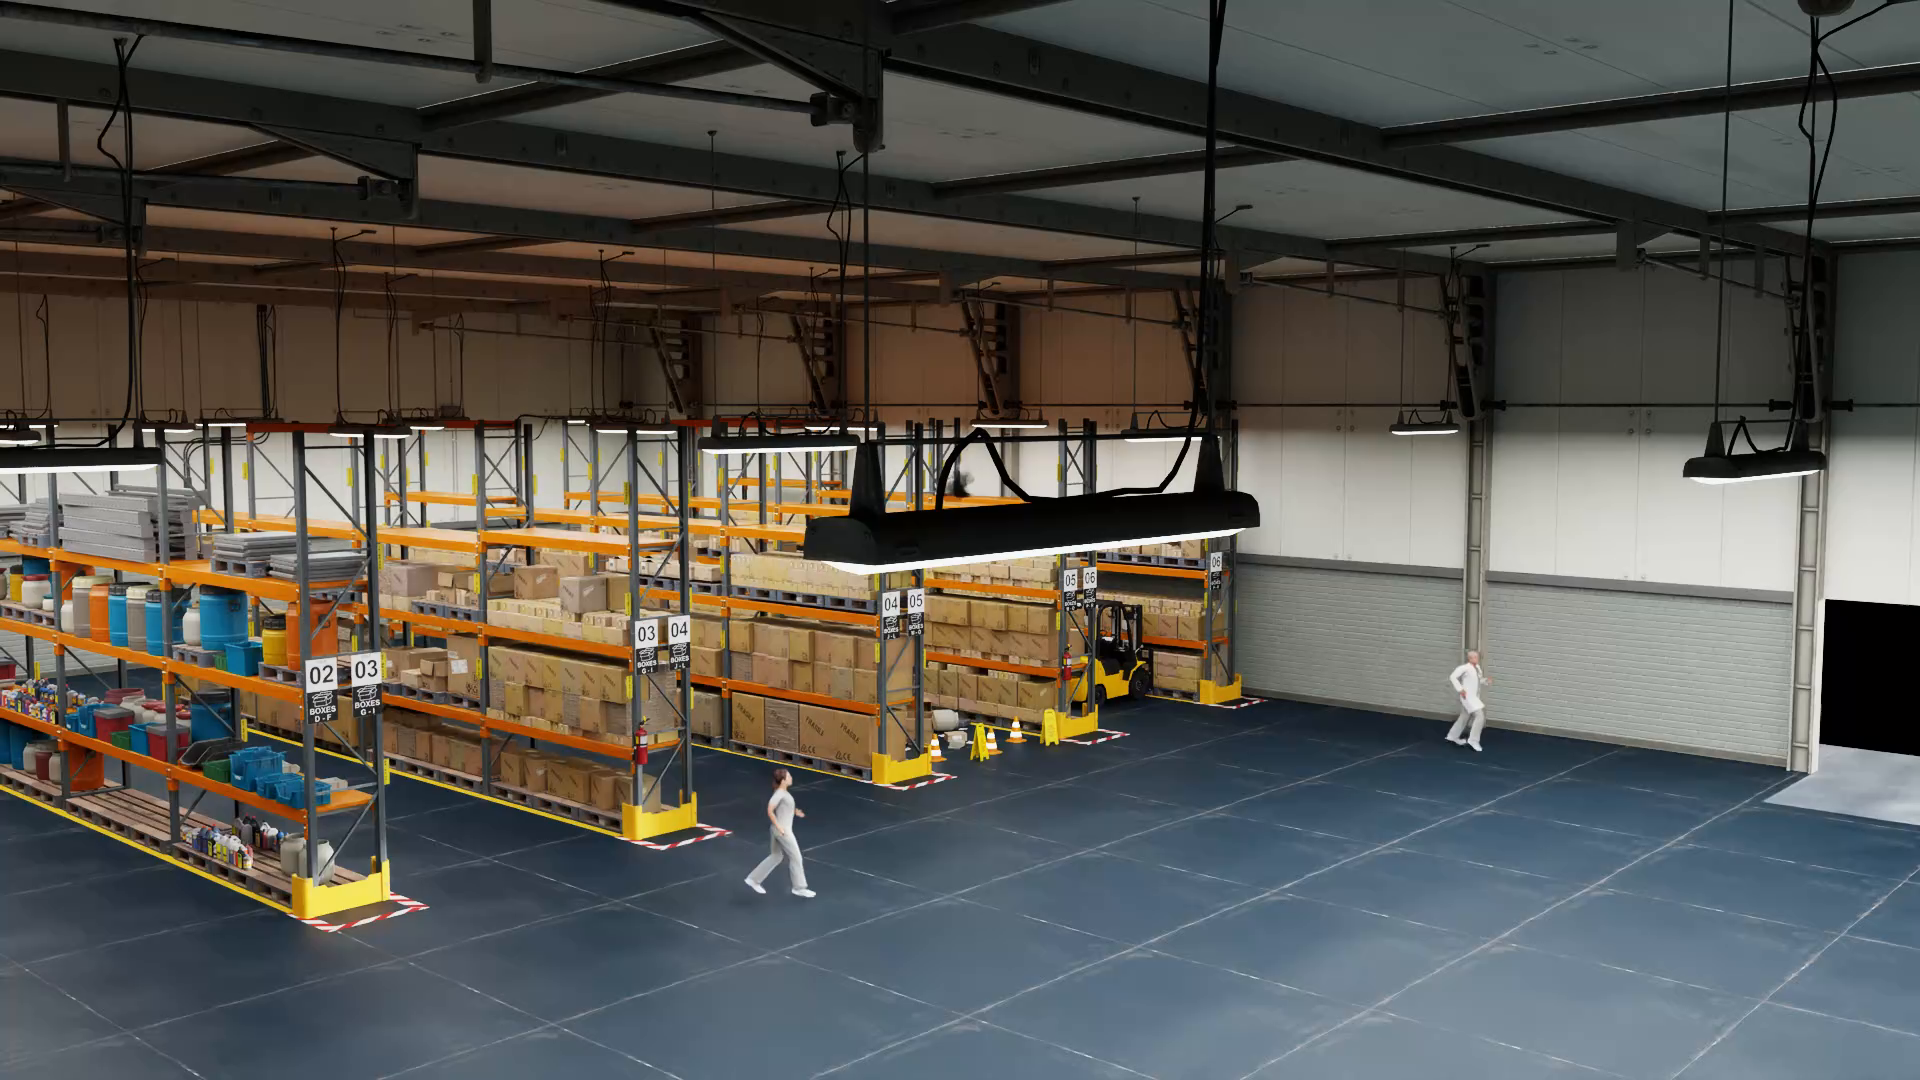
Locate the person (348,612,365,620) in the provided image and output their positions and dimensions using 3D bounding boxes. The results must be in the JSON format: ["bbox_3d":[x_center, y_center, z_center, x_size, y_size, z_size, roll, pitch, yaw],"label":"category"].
[{"bbox_3d":[-14.320,2.290,39.003,0.782,1.738,0.561,4,6,39],"label":"person"}]

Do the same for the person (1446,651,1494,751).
[{"bbox_3d":[9.394,2.961,30.623,0.844,1.856,0.665,3,6,36],"label":"person"}]

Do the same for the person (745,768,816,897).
[{"bbox_3d":[-2.312,3.751,21.305,0.907,1.678,0.571,-1,5,-14],"label":"person"}]
